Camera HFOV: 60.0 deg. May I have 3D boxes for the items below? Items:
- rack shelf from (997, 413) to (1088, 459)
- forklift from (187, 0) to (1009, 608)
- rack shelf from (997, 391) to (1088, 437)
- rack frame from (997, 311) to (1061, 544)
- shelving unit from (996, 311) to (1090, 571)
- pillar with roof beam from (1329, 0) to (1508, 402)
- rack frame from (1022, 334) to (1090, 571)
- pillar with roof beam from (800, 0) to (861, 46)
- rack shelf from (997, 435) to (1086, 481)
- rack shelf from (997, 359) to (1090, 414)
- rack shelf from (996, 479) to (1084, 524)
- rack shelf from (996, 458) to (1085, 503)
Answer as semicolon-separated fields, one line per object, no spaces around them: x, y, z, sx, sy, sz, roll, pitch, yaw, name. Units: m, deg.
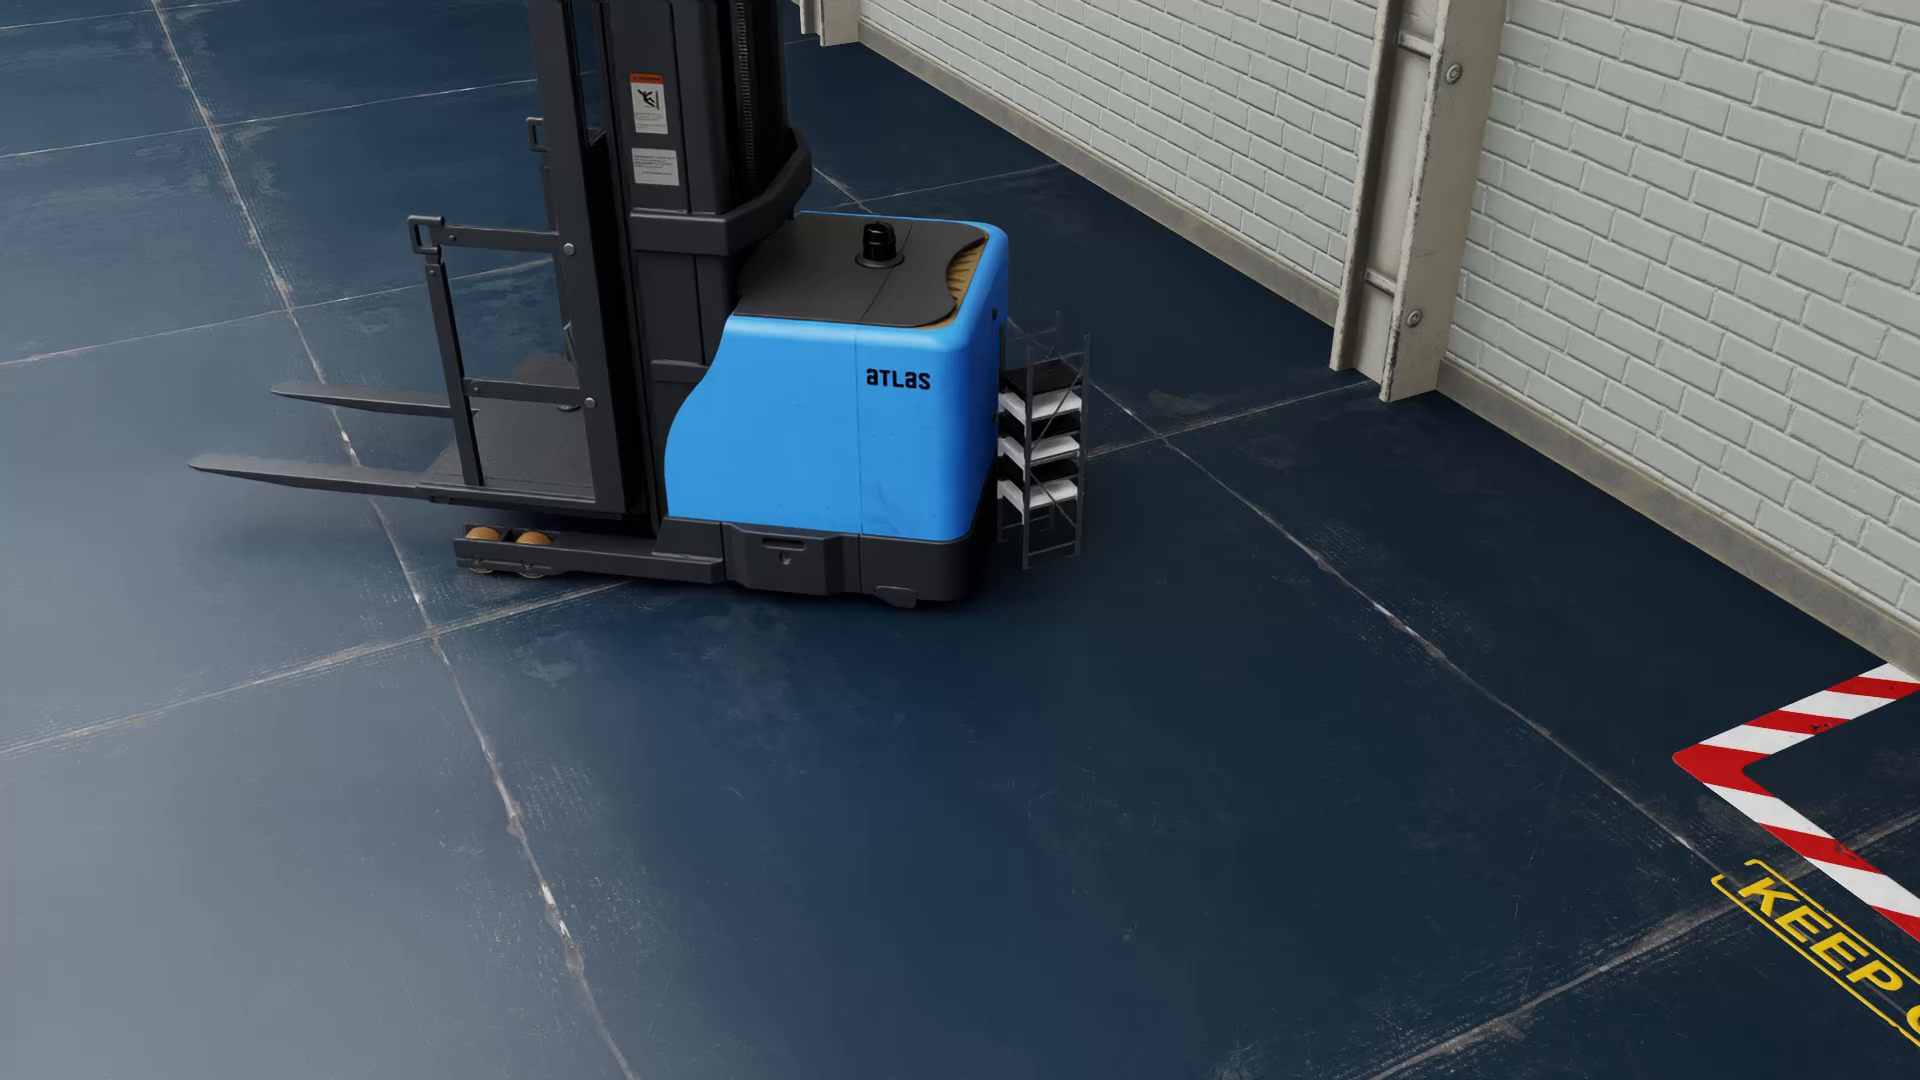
0.292;-0.393;5.924;0.258;0.077;0.200;-15;36;-22;rack shelf
-1.375;-1.369;5.669;3.031;2.935;1.130;5;33;8;forklift
0.292;-0.469;5.875;0.258;0.077;0.200;-15;36;-22;rack shelf
0.246;-0.394;6.031;0.240;0.900;0.006;-15;36;-22;rack frame
0.292;-0.345;5.955;0.258;0.900;0.210;-15;36;-22;shelving unit
-1.925;-3.432;3.265;9.100;9.000;0.400;-16;36;-23;pillar with roof beam
0.337;-0.296;5.878;0.240;0.900;0.006;-15;36;-22;rack frame
-4.722;-6.295;7.734;9.100;9.000;0.400;-16;36;-23;pillar with roof beam
0.292;-0.317;5.972;0.258;0.077;0.200;-15;36;-22;rack shelf
0.292;-0.544;5.827;0.258;0.077;0.200;-15;36;-22;rack shelf
0.292;-0.166;6.070;0.258;0.077;0.200;-15;36;-22;rack shelf
0.292;-0.241;6.021;0.258;0.077;0.200;-15;36;-22;rack shelf
